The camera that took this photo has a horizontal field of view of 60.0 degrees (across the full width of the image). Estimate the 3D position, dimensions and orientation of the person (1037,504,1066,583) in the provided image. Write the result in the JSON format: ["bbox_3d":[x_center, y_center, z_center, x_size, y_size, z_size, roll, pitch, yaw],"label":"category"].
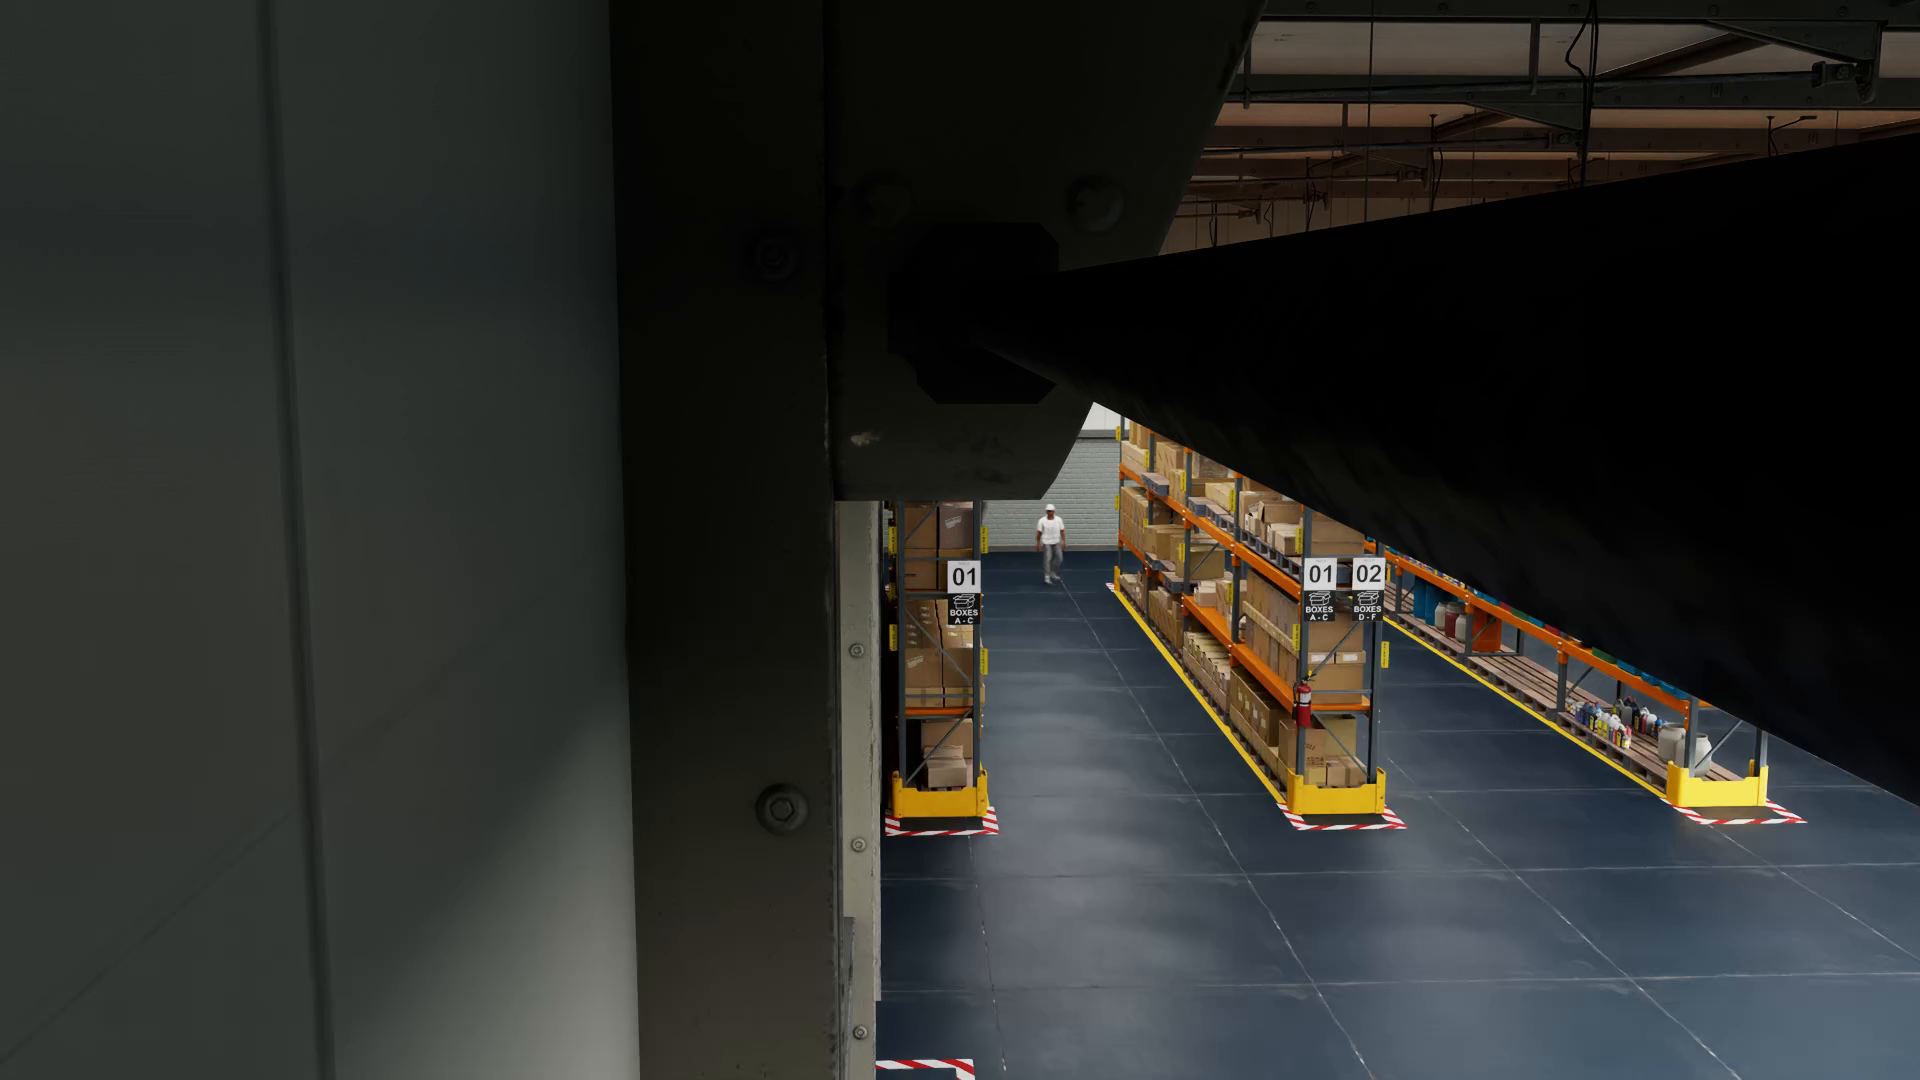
[{"bbox_3d":[2.039,0.075,37.401,0.621,1.773,0.447,-4,9,-28],"label":"person"}]
